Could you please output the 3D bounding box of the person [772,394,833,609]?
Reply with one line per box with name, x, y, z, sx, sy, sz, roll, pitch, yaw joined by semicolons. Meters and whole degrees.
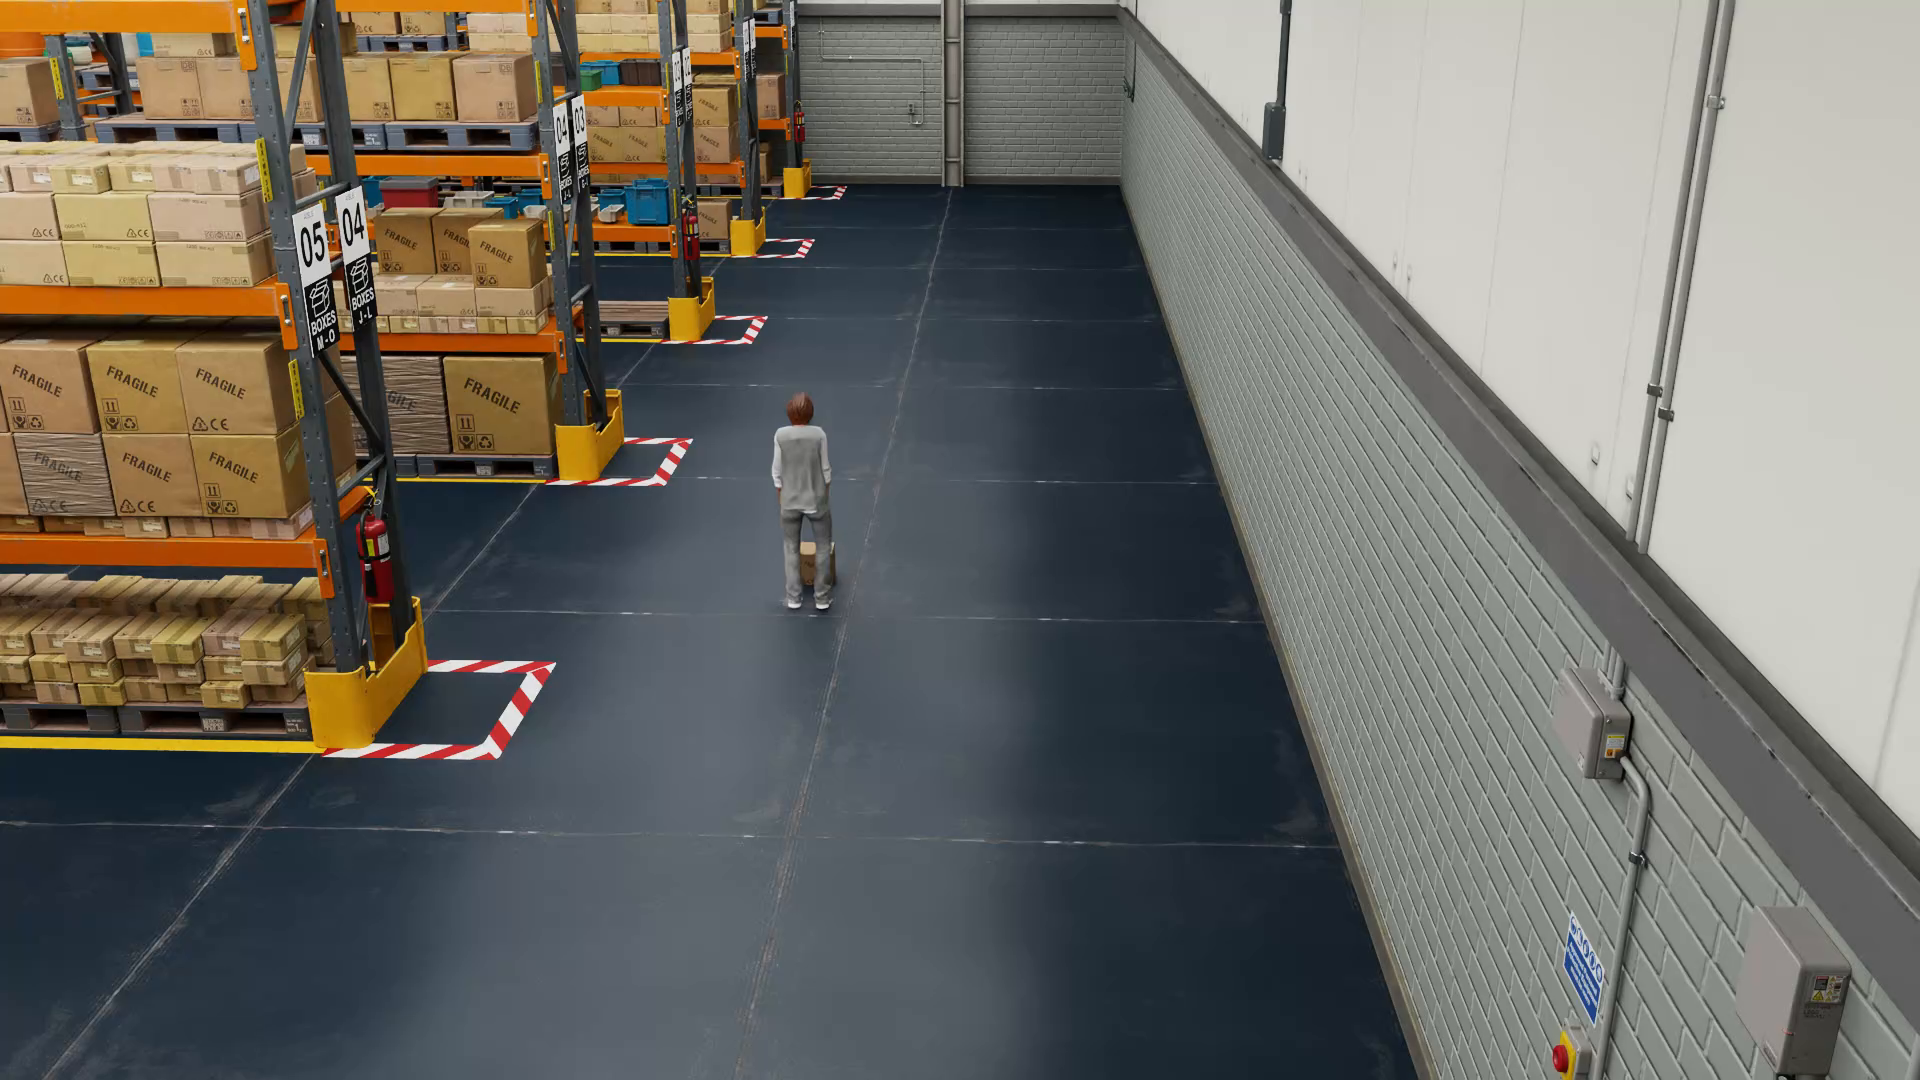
person;-1.121;-0.251;11.827;0.423;1.549;0.368;1;21;3
